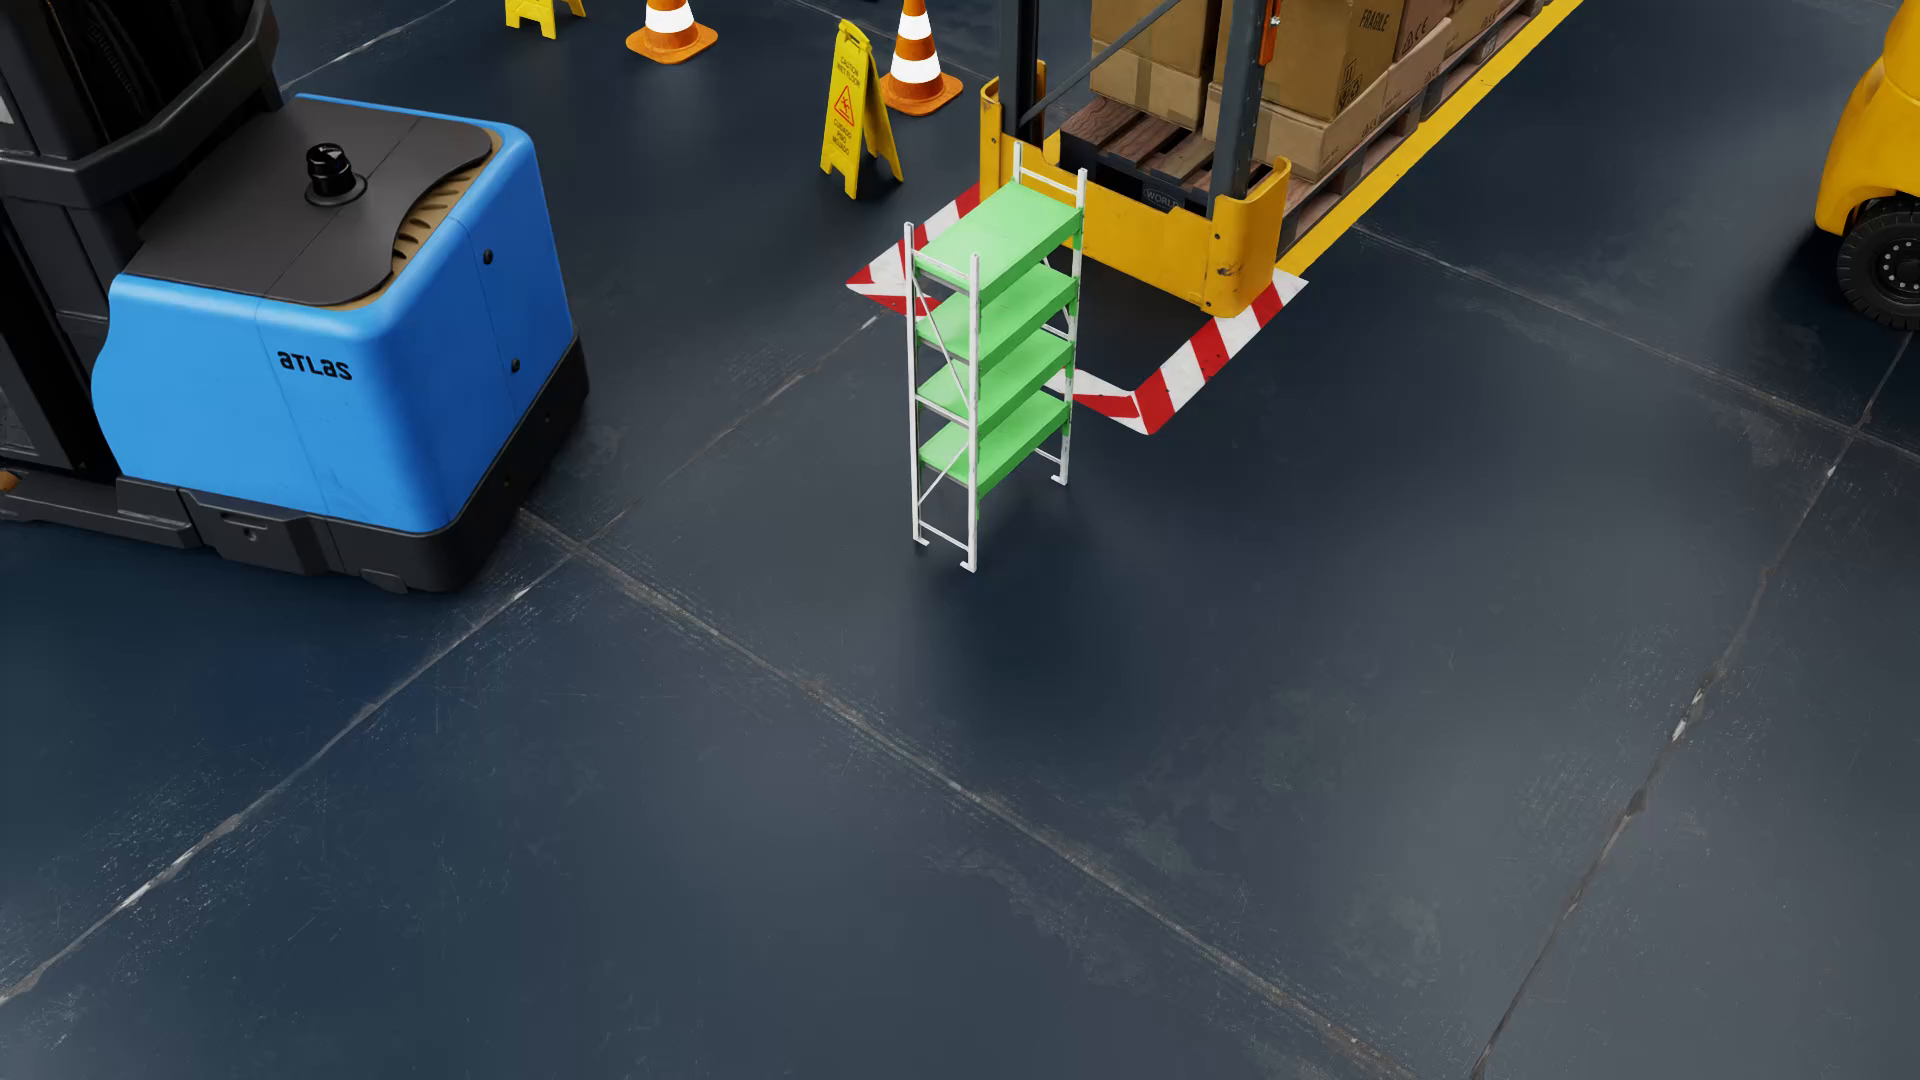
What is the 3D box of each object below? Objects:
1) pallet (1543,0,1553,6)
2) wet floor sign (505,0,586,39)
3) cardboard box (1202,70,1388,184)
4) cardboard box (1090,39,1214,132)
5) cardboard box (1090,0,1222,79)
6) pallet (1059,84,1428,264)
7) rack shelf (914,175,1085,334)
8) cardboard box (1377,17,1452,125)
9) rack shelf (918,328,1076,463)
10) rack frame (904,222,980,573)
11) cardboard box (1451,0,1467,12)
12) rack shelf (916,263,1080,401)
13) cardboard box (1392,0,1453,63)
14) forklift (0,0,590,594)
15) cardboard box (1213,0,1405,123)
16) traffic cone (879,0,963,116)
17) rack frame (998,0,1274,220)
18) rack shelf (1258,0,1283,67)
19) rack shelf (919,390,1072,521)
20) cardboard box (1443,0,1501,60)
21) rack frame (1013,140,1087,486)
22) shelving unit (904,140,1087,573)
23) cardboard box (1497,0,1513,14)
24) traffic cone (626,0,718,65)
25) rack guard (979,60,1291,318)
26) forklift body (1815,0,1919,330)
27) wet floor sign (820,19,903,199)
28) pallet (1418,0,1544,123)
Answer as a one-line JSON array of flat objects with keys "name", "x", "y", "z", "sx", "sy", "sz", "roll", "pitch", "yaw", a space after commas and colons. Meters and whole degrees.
[{"name": "pallet", "x": 2.634, "y": -3.058, "z": 8.025, "sx": 1.003, "sy": 0.211, "sz": 1.213, "roll": 29, "pitch": 53, "yaw": 25}, {"name": "wet floor sign", "x": -1.859, "y": -2.558, "z": 7.247, "sx": 0.267, "sy": 0.644, "sz": 0.232, "roll": 21, "pitch": 50, "yaw": 19}, {"name": "cardboard box", "x": 1.283, "y": -1.667, "z": 6.379, "sx": 0.500, "sy": 0.250, "sz": 0.500, "roll": 29, "pitch": 53, "yaw": 25}, {"name": "cardboard box", "x": 0.867, "y": -1.923, "z": 6.623, "sx": 0.500, "sy": 0.250, "sz": 0.500, "roll": 29, "pitch": 53, "yaw": 25}, {"name": "cardboard box", "x": 0.854, "y": -2.160, "z": 6.332, "sx": 0.500, "sy": 0.500, "sz": 0.500, "roll": 30, "pitch": 53, "yaw": 25}, {"name": "pallet", "x": 1.142, "y": -1.662, "z": 6.691, "sx": 1.003, "sy": 0.211, "sz": 1.213, "roll": 29, "pitch": 53, "yaw": 25}, {"name": "rack shelf", "x": 0.101, "y": -0.797, "z": 4.606, "sx": 0.258, "sy": 0.148, "sz": 0.480, "roll": 29, "pitch": 53, "yaw": 25}, {"name": "cardboard box", "x": 1.601, "y": -1.955, "z": 6.655, "sx": 0.500, "sy": 0.250, "sz": 0.500, "roll": 31, "pitch": 54, "yaw": 26}, {"name": "rack shelf", "x": 0.101, "y": -0.465, "z": 4.953, "sx": 0.258, "sy": 0.148, "sz": 0.480, "roll": 29, "pitch": 53, "yaw": 25}, {"name": "rack frame", "x": -0.048, "y": -0.370, "z": 4.773, "sx": 0.240, "sy": 1.200, "sz": 0.015, "roll": 29, "pitch": 53, "yaw": 25}, {"name": "cardboard box", "x": 1.926, "y": -2.524, "z": 6.679, "sx": 0.500, "sy": 0.500, "sz": 0.500, "roll": 30, "pitch": 53, "yaw": 26}, {"name": "rack shelf", "x": 0.101, "y": -0.631, "z": 4.779, "sx": 0.258, "sy": 0.148, "sz": 0.480, "roll": 29, "pitch": 53, "yaw": 25}, {"name": "cardboard box", "x": 1.613, "y": -2.241, "z": 6.409, "sx": 0.500, "sy": 0.500, "sz": 0.500, "roll": 27, "pitch": 52, "yaw": 24}, {"name": "forklift", "x": -2.828, "y": -1.433, "z": 4.592, "sx": 3.031, "sy": 2.935, "sz": 1.130, "roll": 11, "pitch": 47, "yaw": 10}, {"name": "cardboard box", "x": 1.297, "y": -1.940, "z": 6.121, "sx": 0.500, "sy": 0.500, "sz": 0.500, "roll": 28, "pitch": 52, "yaw": 24}, {"name": "traffic cone", "x": -0.187, "y": -2.072, "z": 6.909, "sx": 0.336, "sy": 0.463, "sz": 0.334, "roll": 29, "pitch": 53, "yaw": 25}, {"name": "rack frame", "x": 0.571, "y": -2.132, "z": 5.212, "sx": 1.000, "sy": 3.000, "sz": 0.127, "roll": 29, "pitch": 53, "yaw": 25}, {"name": "rack shelf", "x": 1.793, "y": -3.028, "z": 6.566, "sx": 1.077, "sy": 0.370, "sz": 4.000, "roll": 29, "pitch": 53, "yaw": 25}, {"name": "rack shelf", "x": 0.101, "y": -0.299, "z": 5.126, "sx": 0.258, "sy": 0.148, "sz": 0.480, "roll": 29, "pitch": 53, "yaw": 25}, {"name": "cardboard box", "x": 1.924, "y": -2.273, "z": 6.958, "sx": 0.500, "sy": 0.250, "sz": 0.500, "roll": 33, "pitch": 54, "yaw": 27}, {"name": "rack frame", "x": 0.250, "y": -0.649, "z": 5.040, "sx": 0.240, "sy": 1.200, "sz": 0.015, "roll": 29, "pitch": 53, "yaw": 25}, {"name": "shelving unit", "x": 0.101, "y": -0.509, "z": 4.907, "sx": 0.258, "sy": 1.200, "sz": 0.503, "roll": 29, "pitch": 53, "yaw": 25}, {"name": "cardboard box", "x": 2.235, "y": -2.561, "z": 7.233, "sx": 0.500, "sy": 0.250, "sz": 0.500, "roll": 30, "pitch": 53, "yaw": 26}, {"name": "traffic cone", "x": -1.274, "y": -2.368, "z": 7.192, "sx": 0.336, "sy": 0.463, "sz": 0.334, "roll": 29, "pitch": 53, "yaw": 25}, {"name": "rack guard", "x": 0.617, "y": -1.312, "z": 6.158, "sx": 1.175, "sy": 0.500, "sz": 0.348, "roll": 29, "pitch": 53, "yaw": 25}, {"name": "forklift body", "x": 4.216, "y": -1.538, "z": 5.232, "sx": 2.313, "sy": 2.155, "sz": 1.214, "roll": 29, "pitch": 53, "yaw": 25}, {"name": "wet floor sign", "x": -0.392, "y": -1.683, "z": 6.412, "sx": 0.232, "sy": 0.644, "sz": 0.267, "roll": -25, "pitch": 51, "yaw": -22}, {"name": "pallet", "x": 1.888, "y": -2.357, "z": 7.355, "sx": 1.003, "sy": 0.211, "sz": 1.213, "roll": 29, "pitch": 53, "yaw": 25}]
